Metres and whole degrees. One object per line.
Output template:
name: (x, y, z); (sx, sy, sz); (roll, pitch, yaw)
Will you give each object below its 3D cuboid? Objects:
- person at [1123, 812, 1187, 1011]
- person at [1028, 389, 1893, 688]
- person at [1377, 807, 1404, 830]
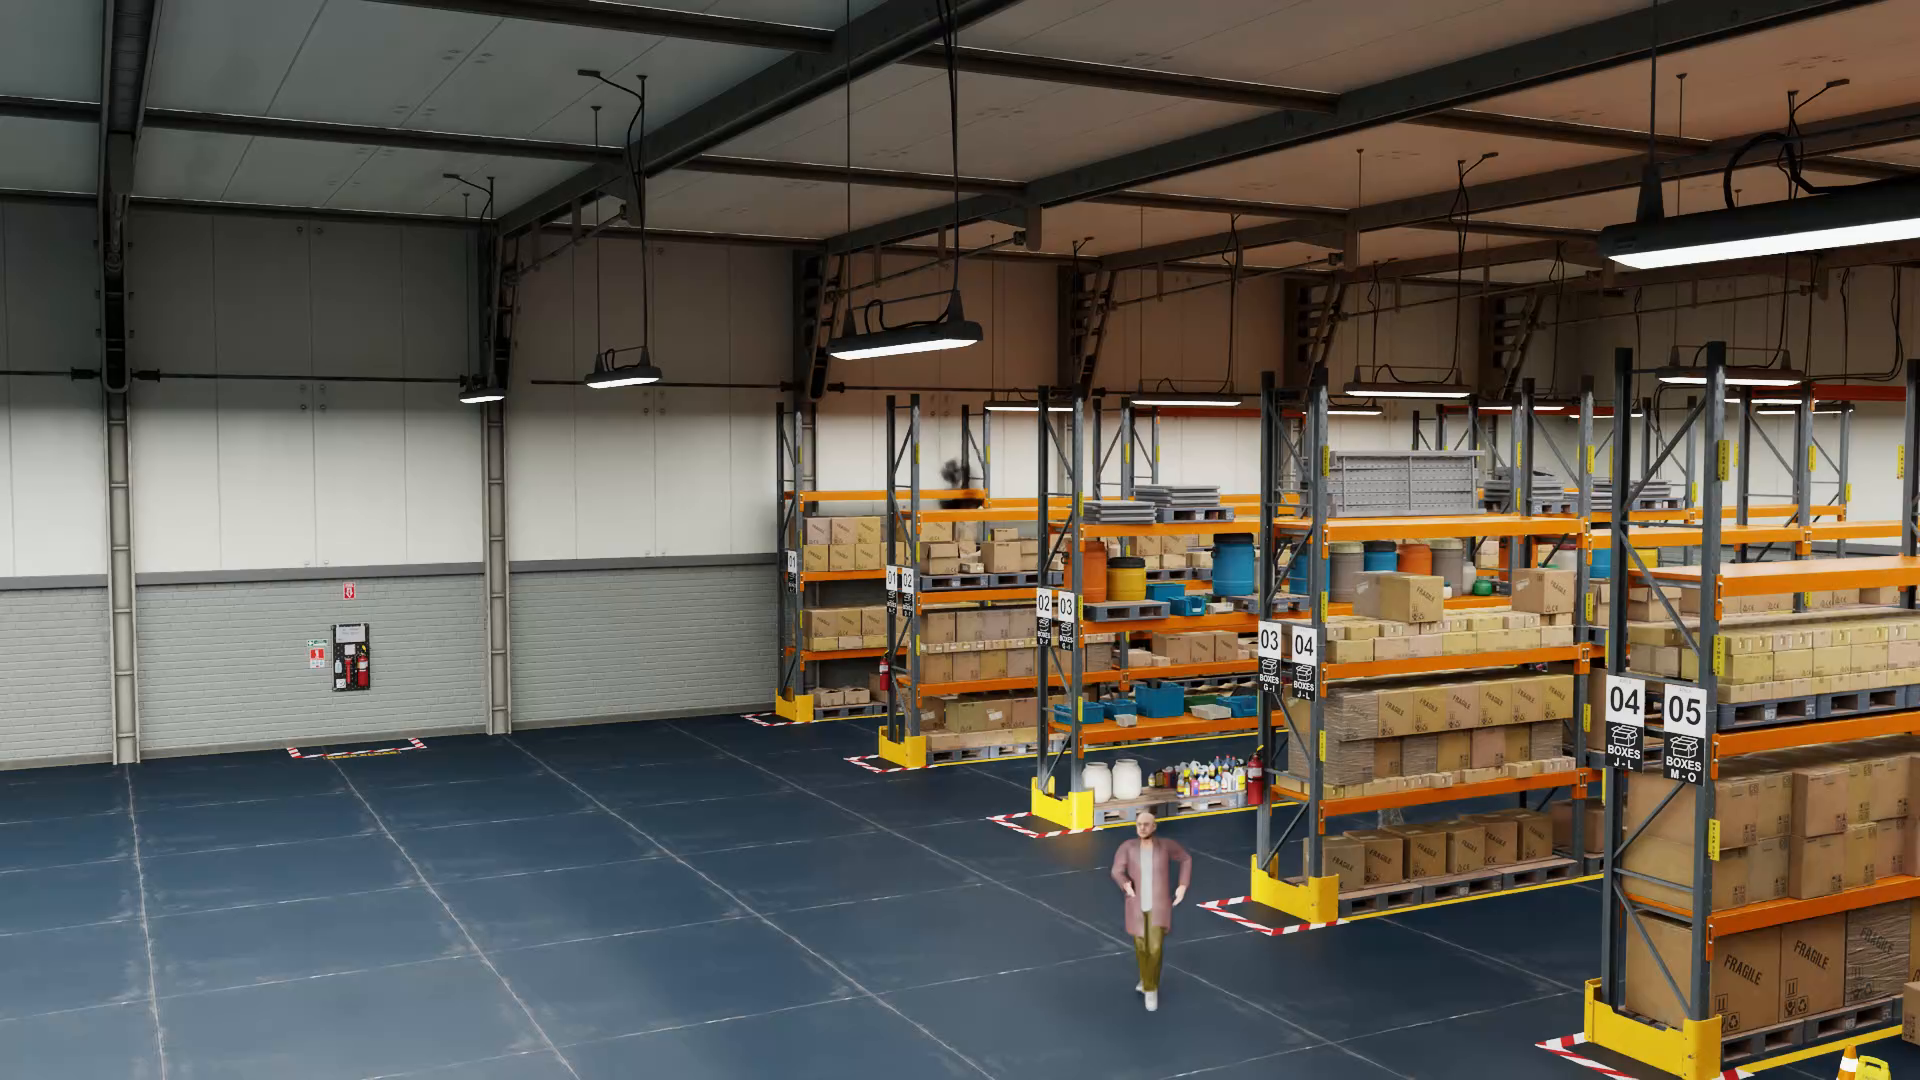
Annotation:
person: (1.759, 3.429, 15.436); (0.679, 1.801, 0.794); (1, 3, 18)
person: (7.722, 0.647, 27.118); (6.591, 5.844, 13.735); (-2, 4, -36)
person: (5.550, 3.044, 21.659); (0.868, 1.829, 0.613); (-2, 4, -35)
